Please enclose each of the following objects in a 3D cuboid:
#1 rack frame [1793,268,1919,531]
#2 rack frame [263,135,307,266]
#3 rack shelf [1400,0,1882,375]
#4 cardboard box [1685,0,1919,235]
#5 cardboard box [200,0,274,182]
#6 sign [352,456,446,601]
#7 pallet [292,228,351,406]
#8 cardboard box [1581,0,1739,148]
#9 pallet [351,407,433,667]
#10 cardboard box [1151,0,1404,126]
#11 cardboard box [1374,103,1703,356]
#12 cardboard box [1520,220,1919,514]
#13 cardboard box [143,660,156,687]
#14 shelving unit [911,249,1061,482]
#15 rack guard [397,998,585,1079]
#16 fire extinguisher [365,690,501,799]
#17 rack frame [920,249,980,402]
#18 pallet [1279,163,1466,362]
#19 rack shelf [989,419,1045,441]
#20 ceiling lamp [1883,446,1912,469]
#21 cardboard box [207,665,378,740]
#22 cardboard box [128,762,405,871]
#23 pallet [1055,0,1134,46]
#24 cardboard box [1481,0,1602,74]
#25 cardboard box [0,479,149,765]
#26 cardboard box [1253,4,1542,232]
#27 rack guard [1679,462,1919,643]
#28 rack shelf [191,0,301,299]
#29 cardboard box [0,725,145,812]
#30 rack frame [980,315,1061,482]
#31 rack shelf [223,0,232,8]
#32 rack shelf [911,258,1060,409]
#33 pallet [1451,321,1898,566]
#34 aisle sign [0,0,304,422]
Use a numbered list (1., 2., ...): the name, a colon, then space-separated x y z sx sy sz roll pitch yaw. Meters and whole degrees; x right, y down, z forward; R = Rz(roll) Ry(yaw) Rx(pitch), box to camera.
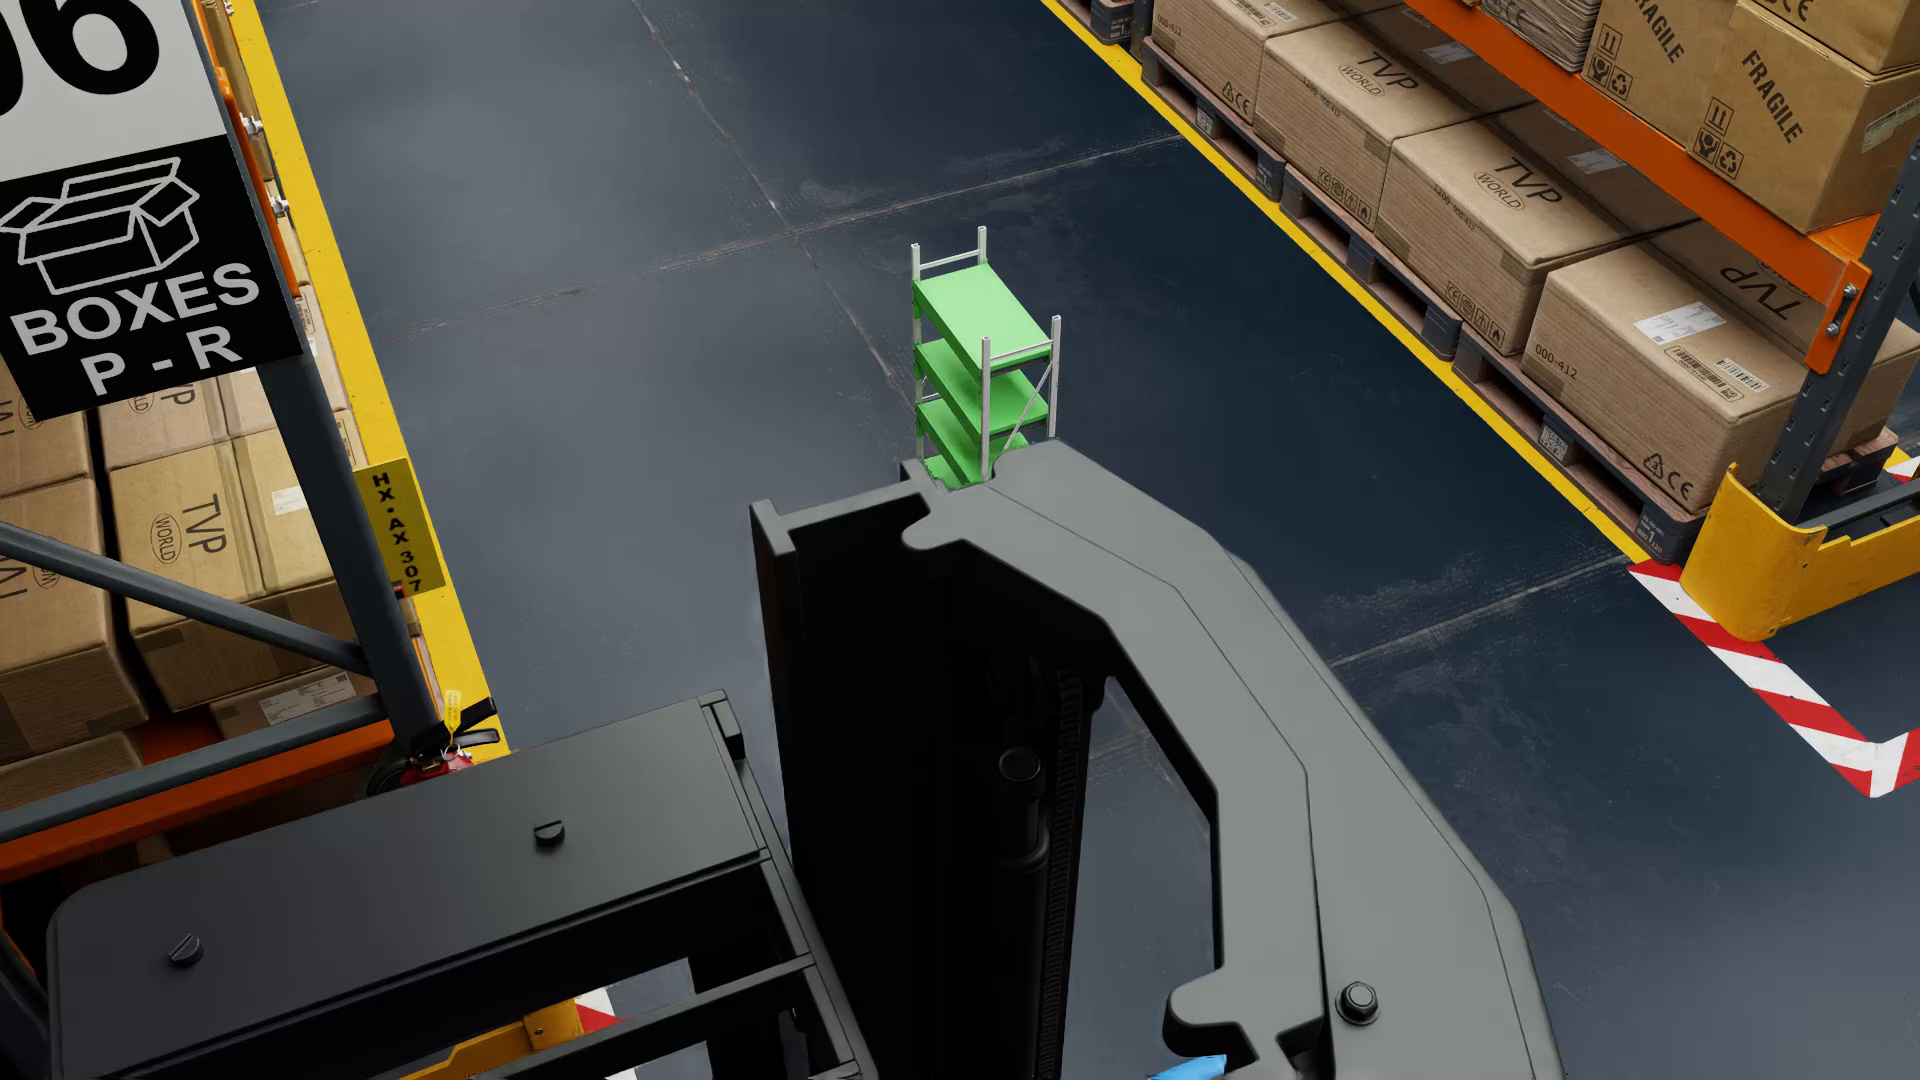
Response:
1. rack frame: 2.990 -1.015 4.643 0.949 2.616 0.053 -18 47 -17
2. rack frame: -3.190 -2.097 5.739 1.000 3.000 0.127 -18 47 -17
3. rack shelf: 2.153 -2.034 6.188 1.077 0.370 4.000 -18 47 -17
4. cardboard box: 2.551 -1.281 4.841 0.500 0.500 0.500 -18 47 -17
5. cardboard box: -2.086 -1.192 4.183 0.500 0.500 0.500 -17 47 -16
6. sign: -1.016 -0.016 3.014 0.100 0.325 0.005 -18 47 -17
7. pallet: -2.903 -0.666 6.275 1.003 0.211 1.213 -18 47 -17
8. cardboard box: 2.353 -1.605 5.170 0.500 0.500 0.500 -19 48 -18
9. pallet: -2.386 0.112 5.486 1.003 0.211 1.213 -18 47 -17
10. cardboard box: 1.478 -2.371 7.542 0.875 0.438 0.875 -19 48 -18
11. cardboard box: 2.233 -1.225 6.381 0.875 0.438 0.875 -17 47 -16
12. cardboard box: 2.625 -0.645 5.793 0.875 0.438 0.875 -20 48 -19
13. cardboard box: -1.942 0.230 3.560 0.380 0.149 0.250 -17 47 -16
14. shelving unit: 4.177 -4.790 9.751 13.061 1.200 8.595 -18 47 -17
15. rack guard: -1.540 1.294 4.083 1.175 0.500 0.348 -18 47 -17
16. fire extinguisher: -1.027 0.570 3.358 0.296 0.674 0.183 -18 47 -17
17. rack frame: -0.034 -0.477 5.379 0.228 1.046 0.006 -18 47 -17
18. pallet: 2.077 -1.286 6.903 1.003 0.211 1.213 -18 47 -17
19. rack shelf: 0.070 -0.467 5.078 0.199 0.029 0.442 -18 47 -17
20. ceiling lamp: 2.675 -1.378 7.146 0.159 0.001 3.459 -18 47 -17
21. cardboard box: -1.398 0.251 3.539 0.380 0.149 0.250 -18 48 -18
22. cardboard box: -1.680 0.774 4.309 0.797 0.503 0.637 -20 48 -19
23. pallet: 0.919 -3.042 8.683 1.003 0.211 1.213 -18 47 -17
24. cardboard box: 2.128 -1.930 5.499 0.500 0.500 0.500 -17 47 -16
25. cardboard box: -1.943 0.185 3.322 0.500 0.250 0.500 -17 47 -16
26. cardboard box: 1.855 -1.800 6.964 0.875 0.438 0.875 -19 48 -19
27. rack guard: 3.004 -0.111 5.506 1.175 0.500 0.348 -18 47 -17
28. rack shelf: -2.349 -1.634 3.647 1.077 0.370 4.000 -18 47 -17
29. cardboard box: -1.891 0.410 3.378 0.380 0.149 0.250 -19 48 -18
30. rack frame: 0.172 -0.166 5.064 0.240 1.200 0.015 -18 47 -17
31. rack shelf: -4.031 -3.115 7.284 1.077 0.370 4.000 -18 47 -17
32. rack shelf: 0.070 -0.618 4.929 0.258 0.148 0.480 -18 47 -17
33. pallet: 2.586 -0.510 6.116 1.003 0.211 1.213 -18 47 -17
34. aisle sign: -1.213 -0.516 2.287 0.394 0.787 0.004 -18 47 -17
